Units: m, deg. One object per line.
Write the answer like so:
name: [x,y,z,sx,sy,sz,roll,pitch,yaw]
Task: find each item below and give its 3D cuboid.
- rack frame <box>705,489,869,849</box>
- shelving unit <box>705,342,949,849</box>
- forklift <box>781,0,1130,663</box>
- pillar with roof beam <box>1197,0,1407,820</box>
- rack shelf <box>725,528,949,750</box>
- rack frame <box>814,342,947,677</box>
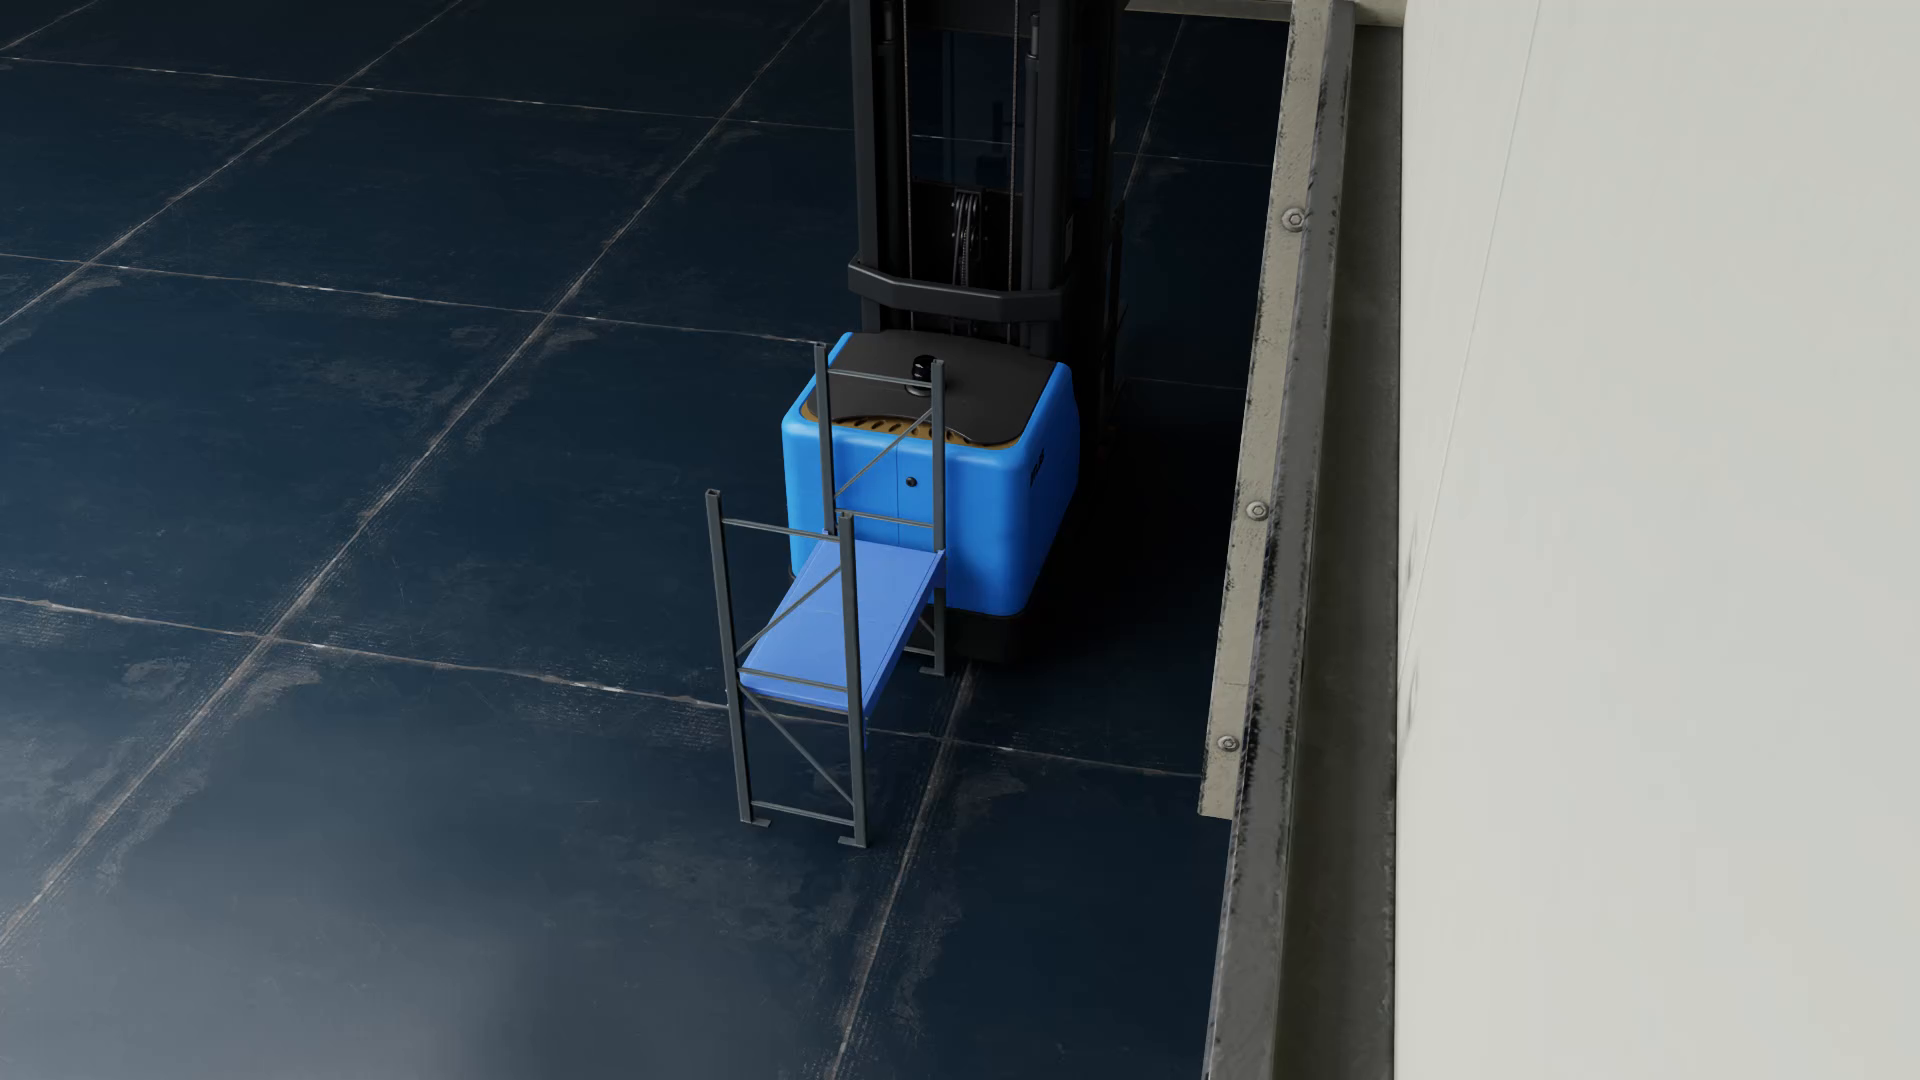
rack frame: [-0.584,0.490,5.796,0.500,1.500,0.032,10,37,13]
shelving unit: [-0.442,0.203,6.191,0.538,1.500,1.048,10,37,13]
forklift: [0.175,-1.539,7.376,1.130,2.935,3.031,10,37,13]
pillar with roof beam: [-3.111,-3.237,4.548,9.100,9.000,0.400,7,37,10]
rack shelf: [-0.442,0.349,6.297,0.538,0.185,1.000,10,37,13]
rack frame: [-0.300,-0.083,6.587,0.500,1.500,0.032,10,37,13]
